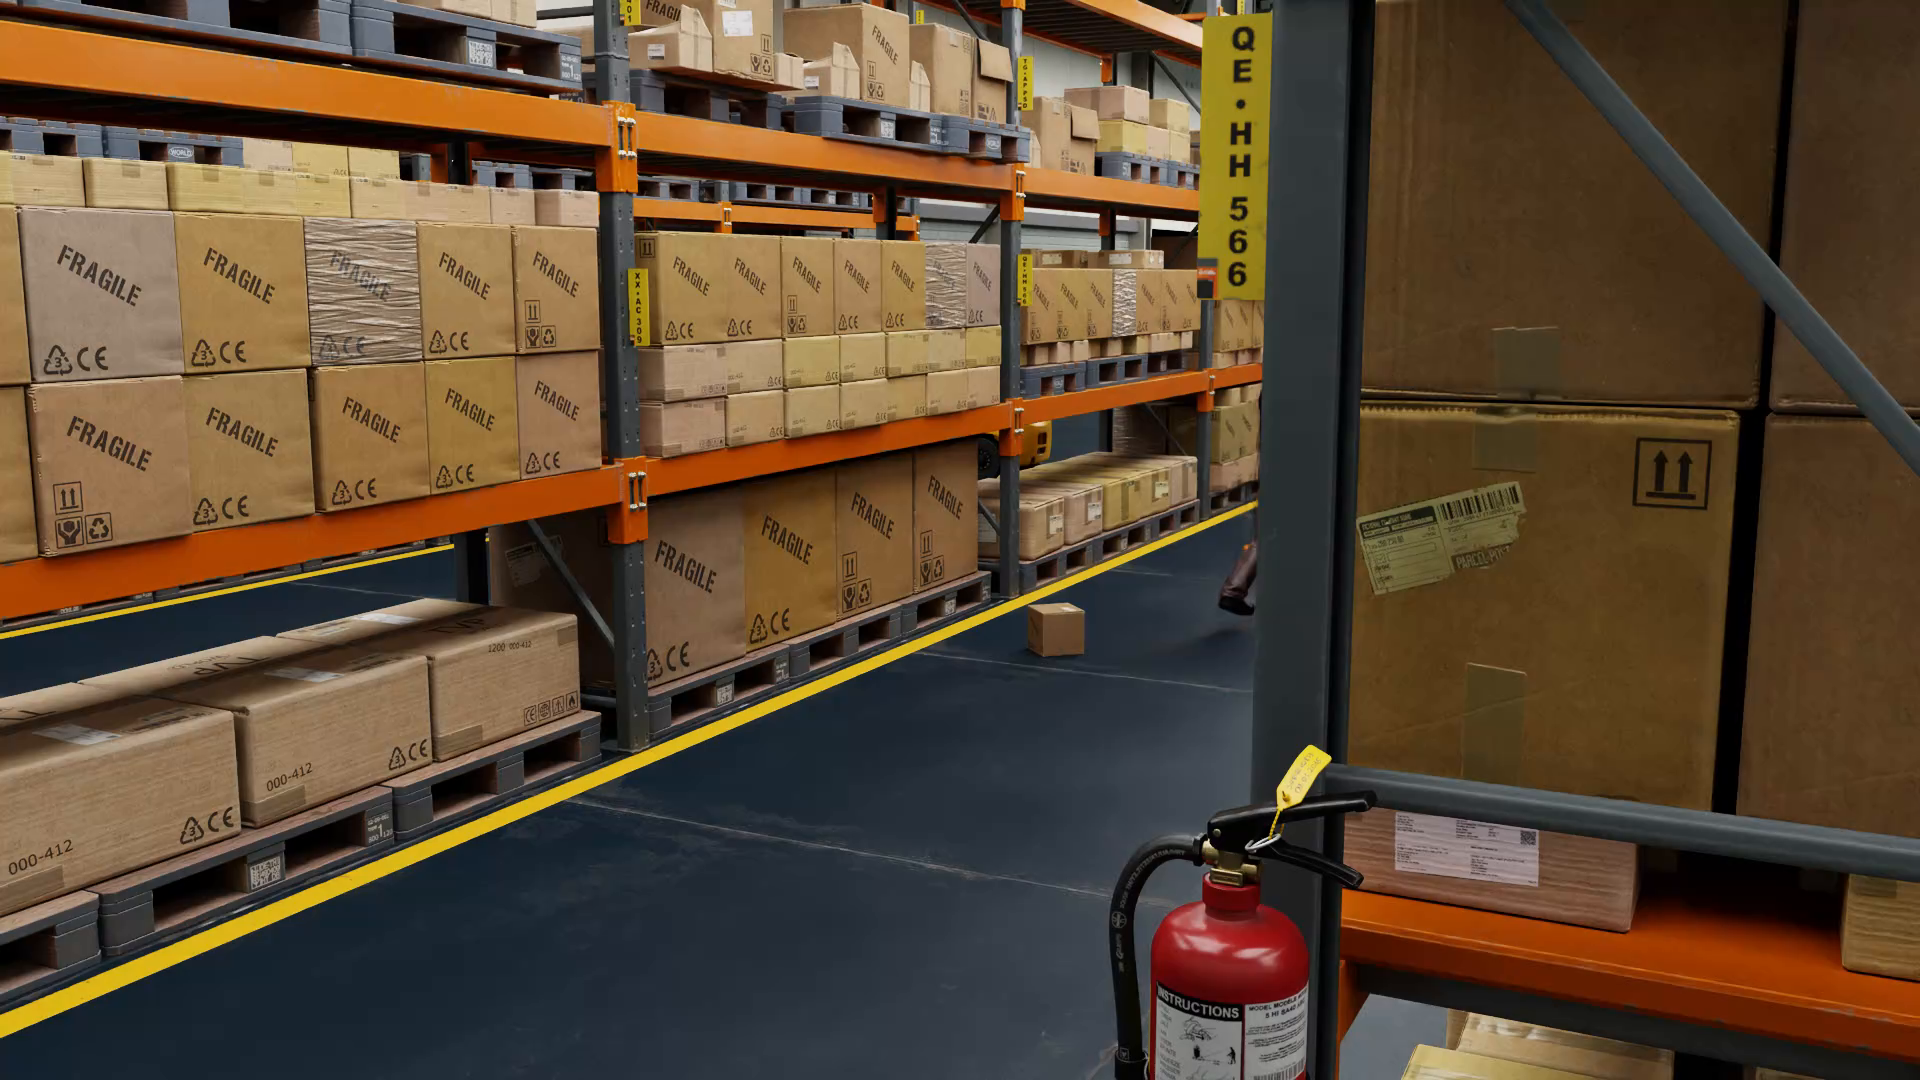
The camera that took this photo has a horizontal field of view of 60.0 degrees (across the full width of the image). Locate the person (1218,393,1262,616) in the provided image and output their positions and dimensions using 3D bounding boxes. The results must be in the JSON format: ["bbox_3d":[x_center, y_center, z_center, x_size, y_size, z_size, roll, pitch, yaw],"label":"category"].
[{"bbox_3d":[2.013,-0.336,10.068,1.015,1.680,0.545,-7,11,-38],"label":"person"}]
